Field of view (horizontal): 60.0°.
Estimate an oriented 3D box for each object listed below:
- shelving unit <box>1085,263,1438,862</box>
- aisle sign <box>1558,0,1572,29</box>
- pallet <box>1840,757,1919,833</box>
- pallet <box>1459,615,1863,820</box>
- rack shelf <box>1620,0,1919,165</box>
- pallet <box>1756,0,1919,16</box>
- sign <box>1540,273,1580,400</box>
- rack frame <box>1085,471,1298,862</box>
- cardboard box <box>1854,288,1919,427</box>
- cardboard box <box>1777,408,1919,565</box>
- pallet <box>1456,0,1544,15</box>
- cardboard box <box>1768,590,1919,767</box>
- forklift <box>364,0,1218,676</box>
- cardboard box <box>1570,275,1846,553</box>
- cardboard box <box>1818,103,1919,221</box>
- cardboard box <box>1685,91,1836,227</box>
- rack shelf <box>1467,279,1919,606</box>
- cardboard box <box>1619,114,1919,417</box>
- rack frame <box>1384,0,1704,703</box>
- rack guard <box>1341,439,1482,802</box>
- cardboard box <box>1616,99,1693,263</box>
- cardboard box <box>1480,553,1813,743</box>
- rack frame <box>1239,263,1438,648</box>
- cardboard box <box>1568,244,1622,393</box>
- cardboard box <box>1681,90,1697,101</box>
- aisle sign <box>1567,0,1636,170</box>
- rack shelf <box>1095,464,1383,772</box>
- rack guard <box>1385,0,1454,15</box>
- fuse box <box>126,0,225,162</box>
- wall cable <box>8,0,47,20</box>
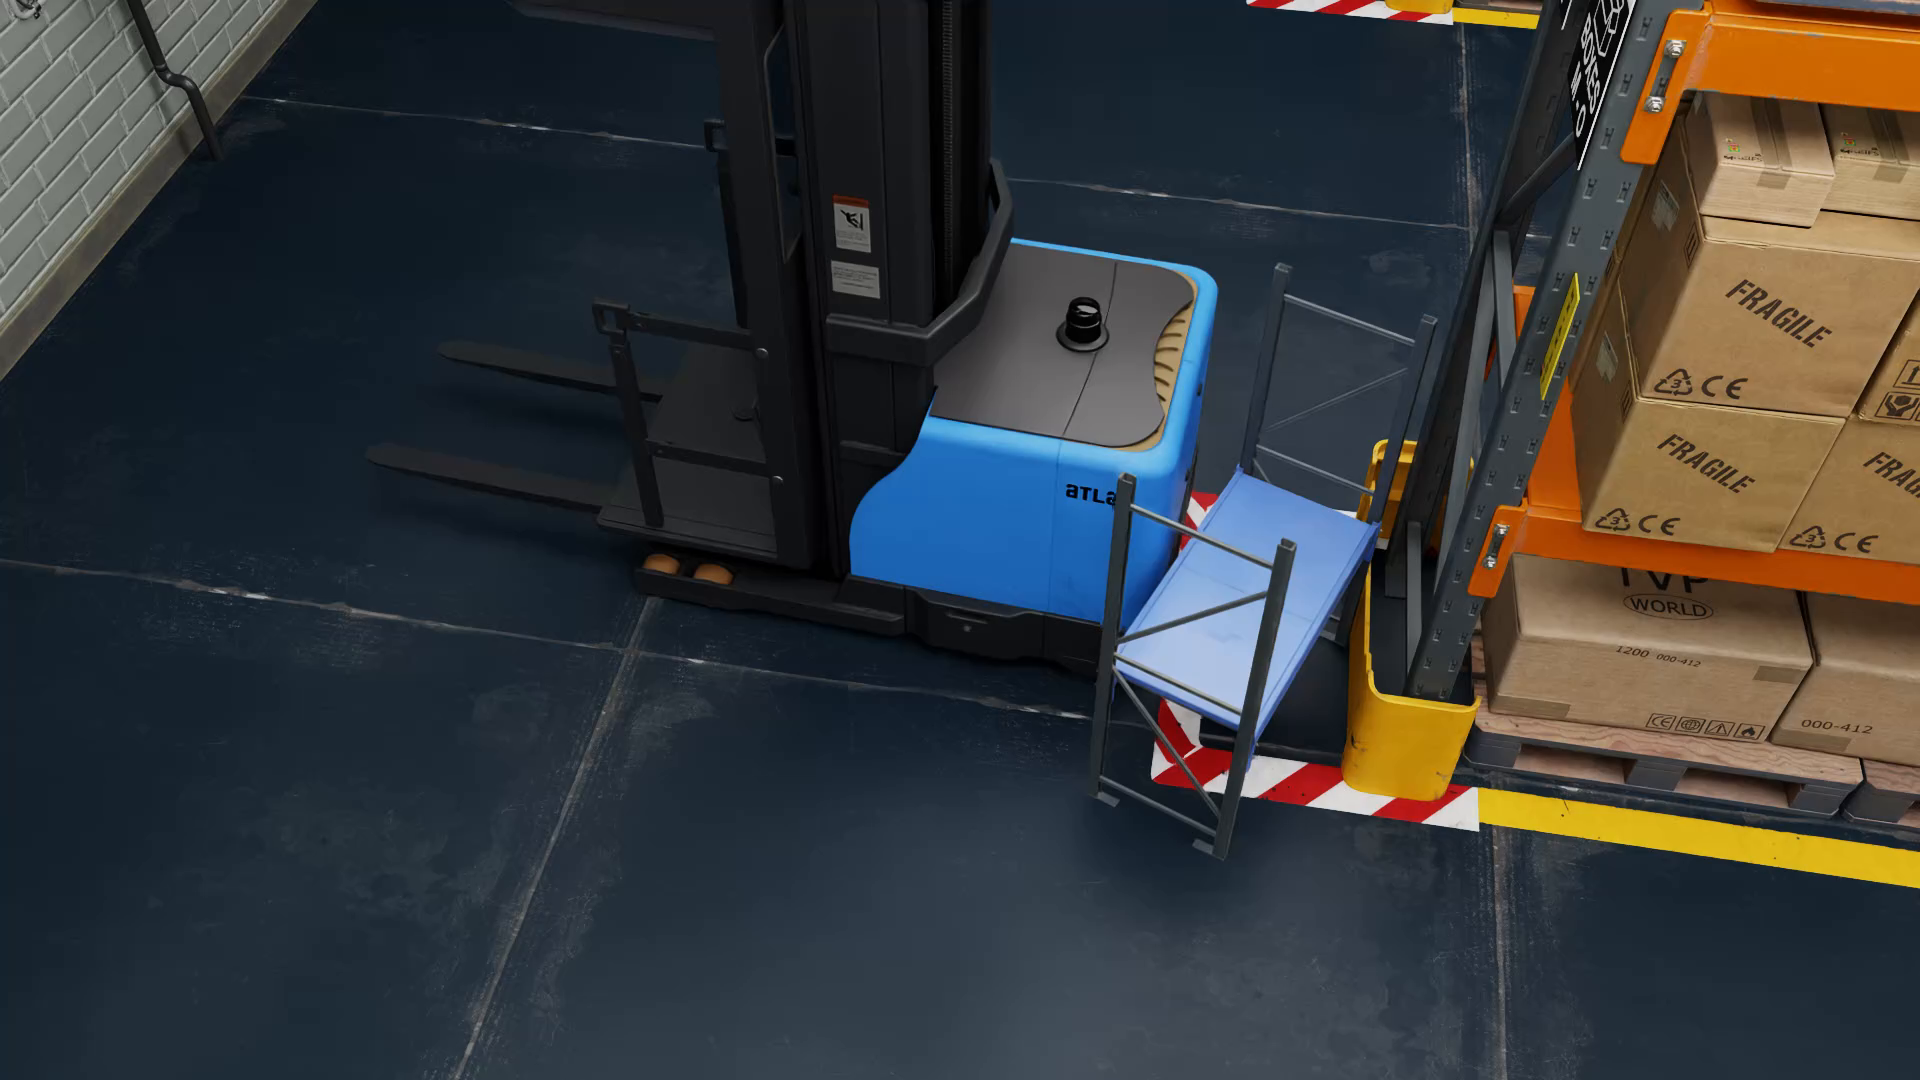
[{"bbox_3d":[0.899,0.100,5.152,0.538,1.500,1.048,24,52,20],"label":"shelving unit"},{"bbox_3d":[1.544,-1.686,4.000,0.004,0.787,0.394,8,49,7],"label":"aisle sign"},{"bbox_3d":[3.557,0.563,5.602,1.213,0.211,1.003,8,49,7],"label":"pallet"},{"bbox_3d":[2.360,0.400,5.749,1.213,0.211,1.003,8,49,7],"label":"pallet"},{"bbox_3d":[3.527,-1.078,3.669,4.000,0.370,1.077,8,49,7],"label":"rack shelf"},{"bbox_3d":[2.291,-1.463,3.591,1.213,0.211,1.003,8,49,7],"label":"pallet"},{"bbox_3d":[1.455,-0.491,4.039,0.005,0.325,0.100,8,49,7],"label":"sign"},{"bbox_3d":[0.637,0.424,4.861,0.500,1.500,0.032,24,52,20],"label":"rack frame"},{"bbox_3d":[2.491,-0.613,4.045,0.500,0.500,0.500,6,48,6],"label":"cardboard box"},{"bbox_3d":[2.483,-0.294,4.430,0.500,0.500,0.500,7,48,6],"label":"cardboard box"},{"bbox_3d":[3.298,-3.167,8.954,1.213,0.211,1.003,8,49,7],"label":"pallet"},{"bbox_3d":[3.129,0.265,5.436,0.875,0.438,0.875,9,49,8],"label":"cardboard box"},{"bbox_3d":[-0.687,-1.105,5.272,3.031,2.935,1.130,11,49,9],"label":"forklift"},{"bbox_3d":[1.981,-0.340,4.472,0.500,0.500,0.500,7,48,7],"label":"cardboard box"},{"bbox_3d":[2.130,-0.933,3.896,0.250,0.149,0.380,9,49,8],"label":"cardboard box"},{"bbox_3d":[1.859,-0.915,3.880,0.250,0.149,0.380,9,49,8],"label":"cardboard box"},{"bbox_3d":[3.527,-0.075,4.785,4.000,0.370,1.077,8,49,7],"label":"rack shelf"},{"bbox_3d":[1.981,-0.676,4.101,0.500,0.500,0.500,7,48,6],"label":"cardboard box"},{"bbox_3d":[1.559,-0.580,4.755,0.127,3.000,1.000,8,49,7],"label":"rack frame"},{"bbox_3d":[1.536,0.252,5.688,0.348,0.500,1.175,8,49,7],"label":"rack guard"},{"bbox_3d":[2.076,-1.059,4.445,0.500,0.500,0.500,9,49,8],"label":"cardboard box"},{"bbox_3d":[2.227,0.150,5.539,0.875,0.438,0.875,6,48,6],"label":"cardboard box"},{"bbox_3d":[1.161,-0.224,5.443,0.500,1.500,0.032,24,52,20],"label":"rack frame"},{"bbox_3d":[2.081,-0.744,4.835,0.500,0.500,0.500,8,49,7],"label":"cardboard box"},{"bbox_3d":[1.948,-1.264,4.194,0.250,0.149,0.380,8,49,7],"label":"cardboard box"},{"bbox_3d":[1.437,-1.247,3.606,0.004,0.787,0.394,8,49,7],"label":"aisle sign"},{"bbox_3d":[0.899,0.220,5.286,0.538,0.185,1.000,24,52,20],"label":"rack shelf"},{"bbox_3d":[2.513,-3.369,8.941,0.348,0.500,1.175,8,49,7],"label":"rack guard"},{"bbox_3d":[-3.477,-2.397,7.253,0.414,1.711,0.539,8,49,7],"label":"fuse box"},{"bbox_3d":[-3.753,-2.689,5.966,0.122,1.984,0.588,8,49,7],"label":"wall cable"}]
